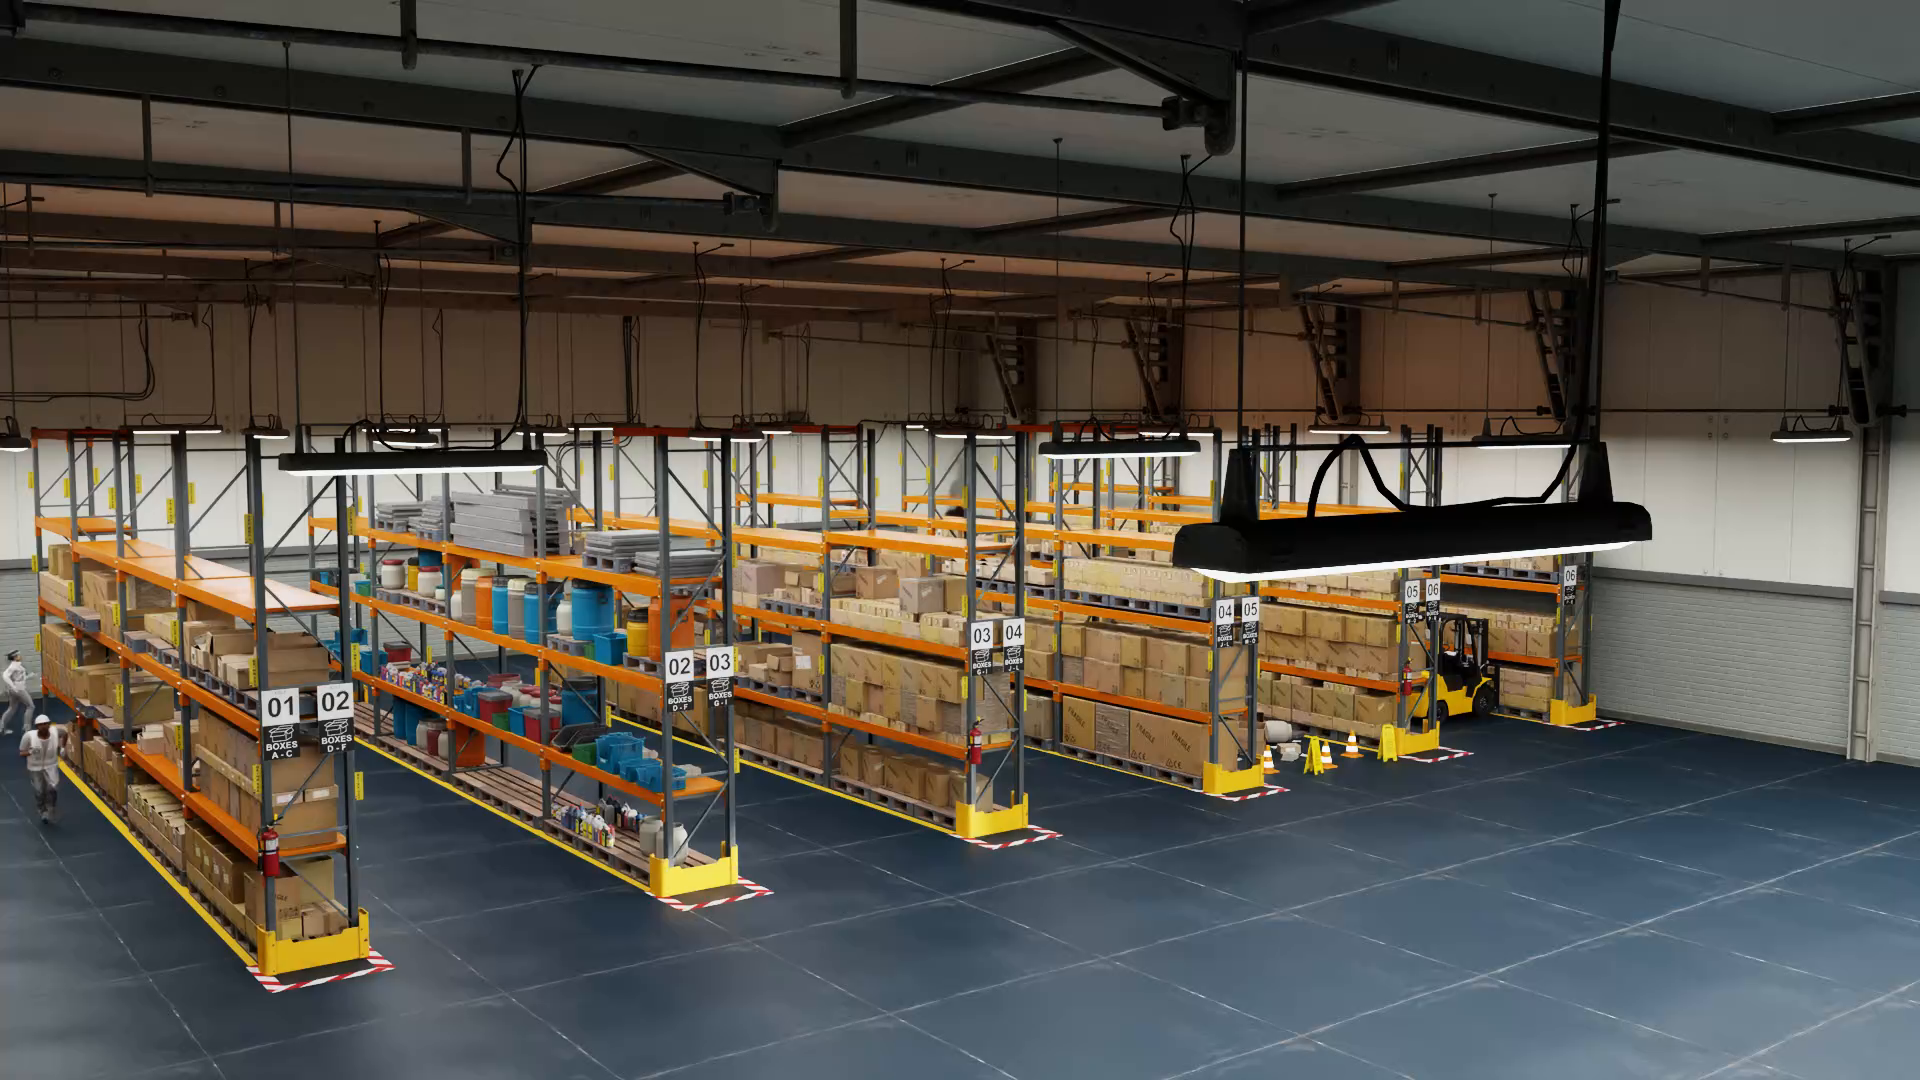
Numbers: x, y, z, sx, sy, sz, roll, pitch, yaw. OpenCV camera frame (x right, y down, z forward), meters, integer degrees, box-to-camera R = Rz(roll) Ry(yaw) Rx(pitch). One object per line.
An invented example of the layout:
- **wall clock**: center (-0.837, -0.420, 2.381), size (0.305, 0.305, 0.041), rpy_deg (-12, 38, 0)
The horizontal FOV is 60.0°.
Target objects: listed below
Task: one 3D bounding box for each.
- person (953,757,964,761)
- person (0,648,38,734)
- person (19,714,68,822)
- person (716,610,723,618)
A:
- **person**: center (0.152, 3.174, 29.909), size (0.664, 1.611, 0.551), rpy_deg (4, 6, 38)
- **person**: center (-18.278, 2.964, 32.223), size (0.747, 1.749, 0.578), rpy_deg (-3, 6, -36)
- **person**: center (-13.893, 3.465, 25.244), size (0.659, 1.695, 0.883), rpy_deg (-3, 5, -30)
- **person**: center (-5.784, 2.413, 39.164), size (0.653, 1.703, 0.881), rpy_deg (-3, 5, -35)
